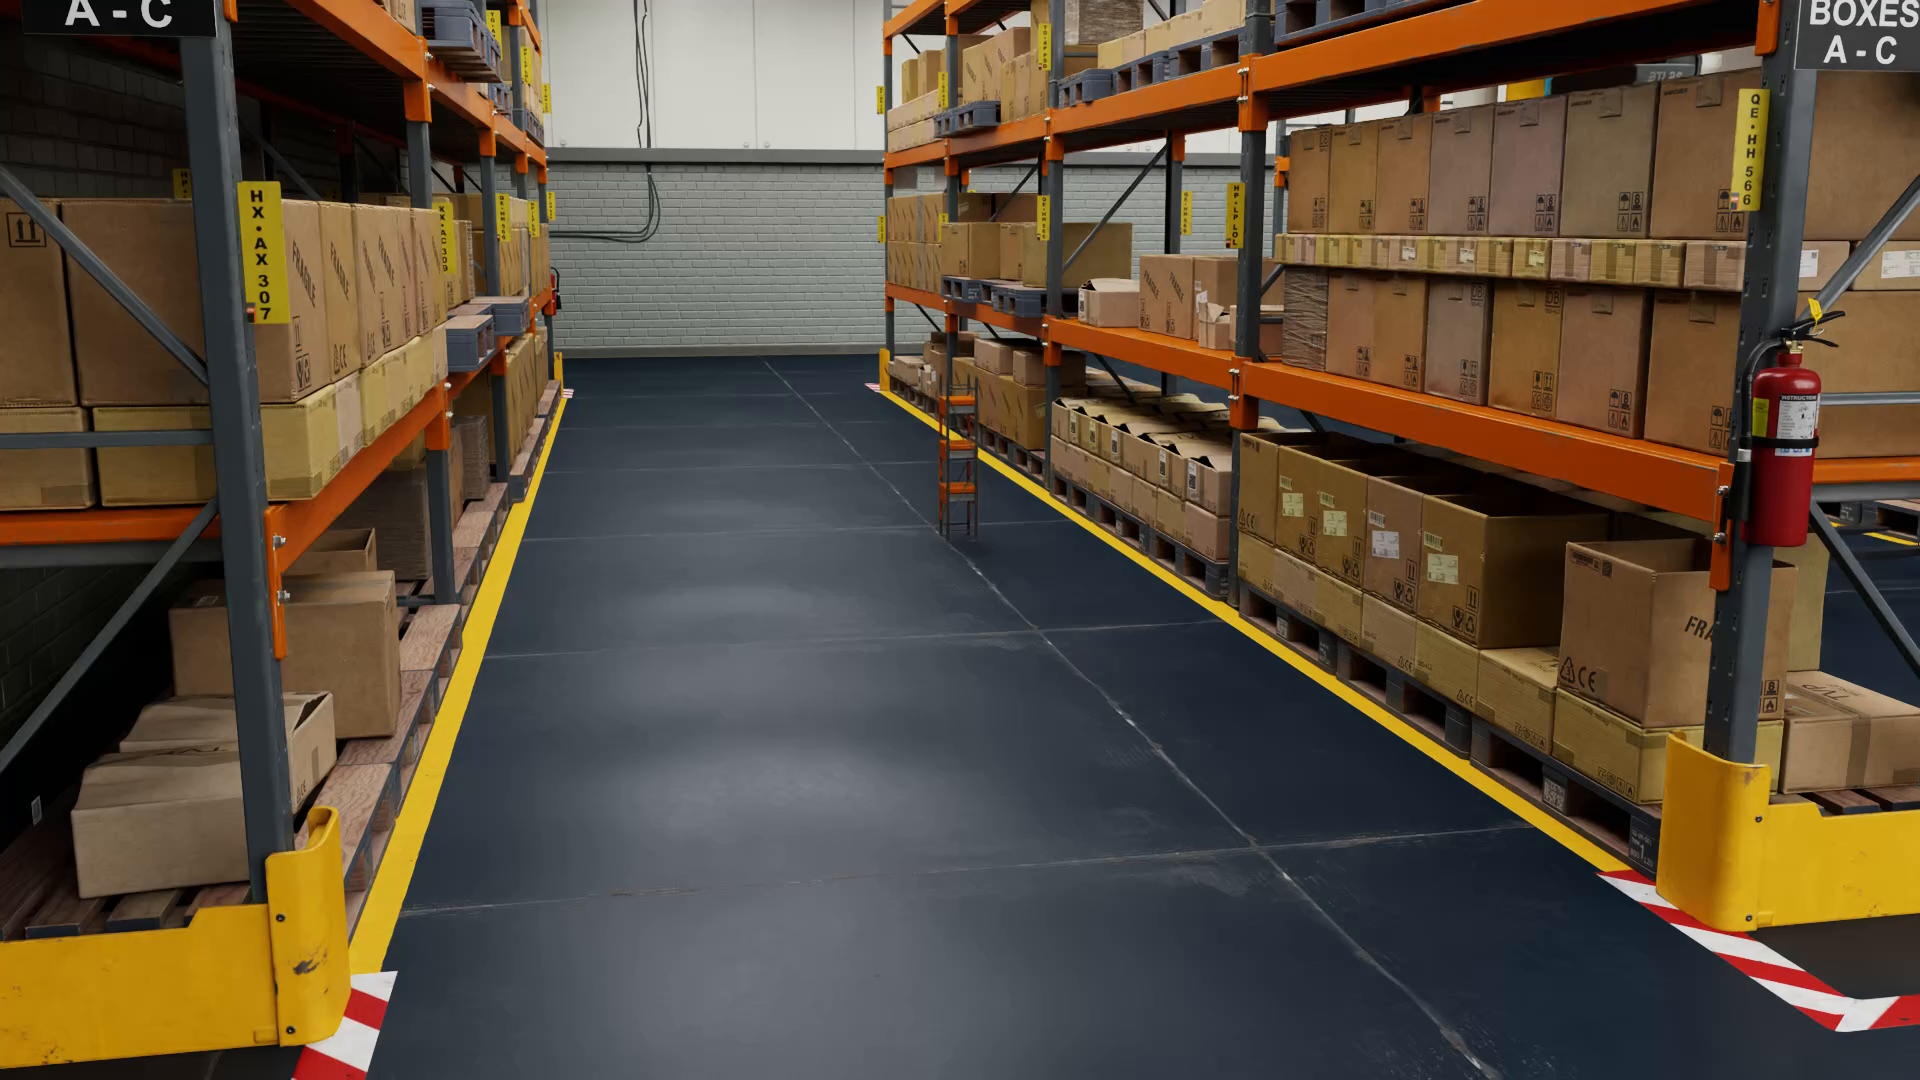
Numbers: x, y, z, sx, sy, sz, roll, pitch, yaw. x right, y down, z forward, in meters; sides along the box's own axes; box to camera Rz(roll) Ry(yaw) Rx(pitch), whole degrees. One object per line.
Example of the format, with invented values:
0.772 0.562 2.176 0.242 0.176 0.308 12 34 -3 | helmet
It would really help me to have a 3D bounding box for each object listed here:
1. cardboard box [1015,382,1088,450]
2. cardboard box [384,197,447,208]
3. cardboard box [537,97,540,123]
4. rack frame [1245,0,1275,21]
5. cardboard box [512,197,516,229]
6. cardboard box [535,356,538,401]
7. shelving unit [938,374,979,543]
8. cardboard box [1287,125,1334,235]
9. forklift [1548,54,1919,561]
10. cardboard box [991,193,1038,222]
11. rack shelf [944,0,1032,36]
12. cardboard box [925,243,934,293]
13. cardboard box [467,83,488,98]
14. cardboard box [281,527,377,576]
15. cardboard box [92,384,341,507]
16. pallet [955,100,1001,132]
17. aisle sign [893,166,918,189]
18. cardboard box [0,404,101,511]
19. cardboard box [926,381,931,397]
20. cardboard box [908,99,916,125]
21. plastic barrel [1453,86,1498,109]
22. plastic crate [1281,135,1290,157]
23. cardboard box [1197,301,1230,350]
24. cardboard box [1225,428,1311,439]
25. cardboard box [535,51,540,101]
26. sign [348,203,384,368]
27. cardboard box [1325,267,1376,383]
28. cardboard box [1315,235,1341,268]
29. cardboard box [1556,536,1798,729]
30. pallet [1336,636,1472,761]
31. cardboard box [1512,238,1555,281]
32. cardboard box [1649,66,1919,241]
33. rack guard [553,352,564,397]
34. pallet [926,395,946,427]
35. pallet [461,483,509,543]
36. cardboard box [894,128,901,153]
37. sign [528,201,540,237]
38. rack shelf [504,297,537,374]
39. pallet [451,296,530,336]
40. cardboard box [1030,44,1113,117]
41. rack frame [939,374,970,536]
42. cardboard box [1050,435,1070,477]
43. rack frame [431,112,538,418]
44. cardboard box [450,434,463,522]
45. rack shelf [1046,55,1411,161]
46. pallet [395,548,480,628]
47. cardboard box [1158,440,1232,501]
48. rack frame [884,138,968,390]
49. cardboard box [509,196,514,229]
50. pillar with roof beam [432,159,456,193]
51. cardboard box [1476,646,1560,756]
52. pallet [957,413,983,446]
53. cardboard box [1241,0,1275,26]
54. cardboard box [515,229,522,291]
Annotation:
0.738 -1.021 13.545 0.500 0.500 0.500 -2 11 -9 | cardboard box
-3.534 -2.152 10.801 0.380 0.149 0.250 -4 12 -21 | cardboard box
-4.758 -4.591 17.783 0.500 0.250 0.500 -3 11 -13 | cardboard box
1.929 -4.083 8.081 1.000 3.000 0.127 -2 11 -11 | rack frame
-3.855 -2.638 13.413 0.500 0.250 0.500 -2 11 -12 | cardboard box
-4.531 -1.541 16.335 0.700 0.500 0.500 -2 11 -10 | cardboard box
-0.010 -0.526 10.650 0.215 1.050 0.252 -2 11 -11 | shelving unit
2.021 -1.741 8.085 0.700 0.500 0.500 -2 11 -11 | cardboard box
4.065 -1.199 9.155 3.031 2.935 1.130 -1 11 -8 | forklift
0.557 -3.240 16.755 0.500 0.500 0.500 -2 11 -10 | cardboard box
0.762 -4.633 13.967 1.077 0.370 4.000 -2 11 -11 | rack shelf
-0.078 -2.829 17.270 0.500 0.500 0.500 -2 11 -9 | cardboard box
-3.303 -3.006 10.630 0.500 0.311 0.500 -2 11 -11 | cardboard box
-2.689 0.246 6.892 0.500 0.500 0.500 -3 11 -15 | cardboard box
-1.935 -0.259 4.380 0.500 0.250 0.500 -2 11 -13 | cardboard box
0.635 -3.672 14.447 1.213 0.211 1.003 -2 11 -11 | pallet
-0.707 -4.616 19.971 0.394 0.787 0.004 -2 11 -11 | aisle sign
-2.433 -0.236 4.263 0.500 0.250 0.500 -2 11 -10 | cardboard box
-0.148 -1.579 17.421 0.380 0.149 0.250 -2 11 -11 | cardboard box
-0.274 -4.603 17.901 0.500 0.250 0.500 -2 11 -11 | cardboard box
5.089 -4.423 16.406 0.433 0.535 0.433 0 11 0 | plastic barrel
4.256 -4.845 20.455 0.497 0.269 0.590 -2 11 -11 | plastic crate
1.577 -1.224 9.466 0.396 0.266 0.258 -2 11 -12 | cardboard box
1.899 -0.539 10.235 0.500 0.311 0.500 -2 11 -13 | cardboard box
-4.767 -4.963 17.732 0.500 0.500 0.500 -2 11 -9 | cardboard box
-2.130 -0.810 5.274 0.516 0.500 0.516 -2 11 -11 | sign
2.130 -1.007 7.699 0.700 0.500 0.500 -2 11 -12 | cardboard box
1.892 -1.354 7.785 0.380 0.149 0.250 -2 11 -13 | cardboard box
2.310 0.286 5.395 0.500 0.500 0.500 -2 11 -11 | cardboard box
2.283 0.606 6.950 1.003 0.211 1.213 -2 11 -11 | pallet
2.245 -1.022 6.043 0.380 0.149 0.250 -2 11 -9 | cardboard box
2.618 -1.184 5.160 0.700 0.500 0.500 -2 11 -11 | cardboard box
-5.268 -1.932 19.512 1.175 0.500 0.348 -2 11 -11 | rack guard
0.240 -1.359 17.273 1.003 0.211 1.213 -2 11 -11 | pallet
-3.557 -0.175 11.053 1.003 0.211 1.213 -2 11 -11 | pallet
-0.470 -4.541 18.910 0.500 0.250 0.500 -2 11 -11 | cardboard box
-3.955 -2.974 15.413 0.100 0.325 0.005 -2 11 -11 | sign
-4.097 -1.702 13.540 1.077 0.370 4.000 -2 11 -11 | rack shelf
-3.465 -1.468 10.897 1.213 0.211 1.003 -2 11 -11 | pallet
1.033 -3.471 12.620 0.910 0.500 0.500 -2 11 -11 | cardboard box
-0.034 -0.548 10.767 0.200 1.050 0.008 -2 11 -11 | rack frame
0.964 -0.618 12.153 0.500 0.250 0.500 -2 11 -11 | cardboard box
-4.486 -2.422 15.400 1.000 3.000 0.127 -2 11 -11 | rack frame
-3.406 -0.358 10.063 0.700 0.500 0.500 -2 11 -11 | cardboard box
1.540 -2.623 10.356 1.077 0.370 4.000 -2 11 -11 | rack shelf
-3.083 0.272 8.702 1.003 0.211 1.213 -2 11 -11 | pallet
1.461 -0.426 9.643 0.500 0.311 0.500 -2 11 -9 | cardboard box
-0.405 -3.337 20.205 1.000 3.000 0.127 -2 11 -11 | rack frame
-3.749 -2.545 12.922 0.500 0.250 0.500 -2 11 -11 | cardboard box
-2.414 -6.723 21.953 9.100 9.000 0.400 -2 11 -11 | pillar with roof beam
2.203 0.563 5.945 0.500 0.250 0.500 -2 11 -11 | cardboard box
0.568 -1.085 15.835 1.003 0.211 1.213 -2 11 -11 | pallet
1.818 -2.855 8.931 0.500 0.250 0.500 -1 11 -5 | cardboard box
-3.848 -2.275 13.509 0.500 0.500 0.500 -2 11 -9 | cardboard box
